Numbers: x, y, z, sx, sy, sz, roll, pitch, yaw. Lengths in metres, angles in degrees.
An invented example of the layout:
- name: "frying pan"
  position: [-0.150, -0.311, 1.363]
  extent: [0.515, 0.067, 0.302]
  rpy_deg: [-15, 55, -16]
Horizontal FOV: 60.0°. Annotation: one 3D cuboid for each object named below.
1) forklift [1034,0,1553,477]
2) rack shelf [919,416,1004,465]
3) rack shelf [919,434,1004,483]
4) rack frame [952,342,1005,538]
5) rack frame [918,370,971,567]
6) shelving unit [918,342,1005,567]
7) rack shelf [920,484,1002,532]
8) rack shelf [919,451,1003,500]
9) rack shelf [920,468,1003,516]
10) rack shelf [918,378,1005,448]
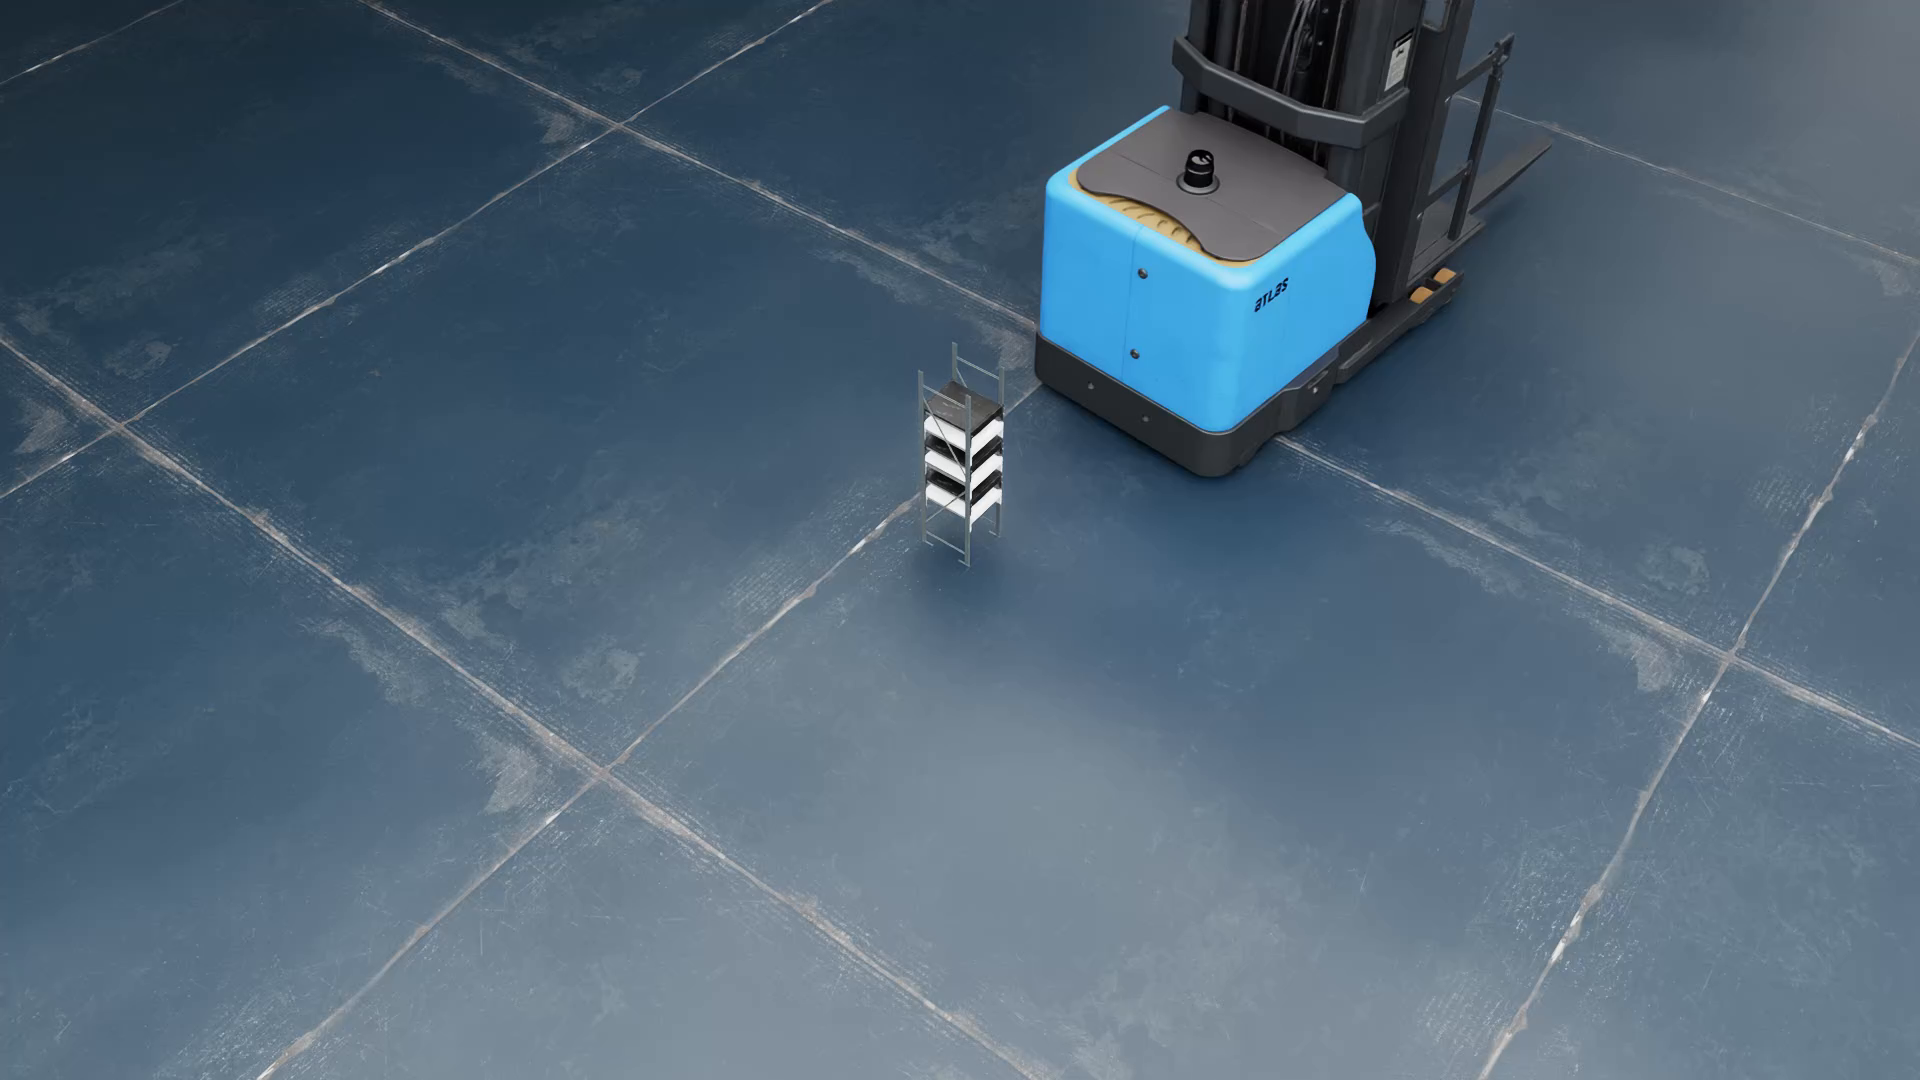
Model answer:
- name: "forklift"
  position: [1.706, -2.247, 6.870]
  extent: [1.130, 2.935, 3.031]
  rpy_deg: [34, 55, 28]
- name: "rack shelf"
  position: [0.005, -0.417, 6.323]
  extent: [0.258, 0.077, 0.200]
  rpy_deg: [29, 53, 25]
- name: "rack shelf"
  position: [0.005, -0.355, 6.388]
  extent: [0.258, 0.077, 0.200]
  rpy_deg: [29, 53, 25]
- name: "rack frame"
  position: [0.067, -0.374, 6.485]
  extent: [0.240, 0.900, 0.006]
  rpy_deg: [29, 53, 25]
- name: "rack frame"
  position: [-0.057, -0.257, 6.373]
  extent: [0.240, 0.900, 0.006]
  rpy_deg: [29, 53, 25]
- name: "shelving unit"
  position: [0.005, -0.315, 6.429]
  extent: [0.258, 0.900, 0.210]
  rpy_deg: [29, 53, 25]
- name: "rack shelf"
  position: [0.005, -0.168, 6.583]
  extent: [0.258, 0.077, 0.200]
  rpy_deg: [29, 53, 25]
- name: "rack shelf"
  position: [0.005, -0.292, 6.453]
  extent: [0.258, 0.077, 0.200]
  rpy_deg: [29, 53, 25]
- name: "rack shelf"
  position: [0.005, -0.230, 6.518]
  extent: [0.258, 0.077, 0.200]
  rpy_deg: [29, 53, 25]
- name: "rack shelf"
  position: [0.005, -0.479, 6.258]
  extent: [0.258, 0.077, 0.200]
  rpy_deg: [29, 53, 25]
